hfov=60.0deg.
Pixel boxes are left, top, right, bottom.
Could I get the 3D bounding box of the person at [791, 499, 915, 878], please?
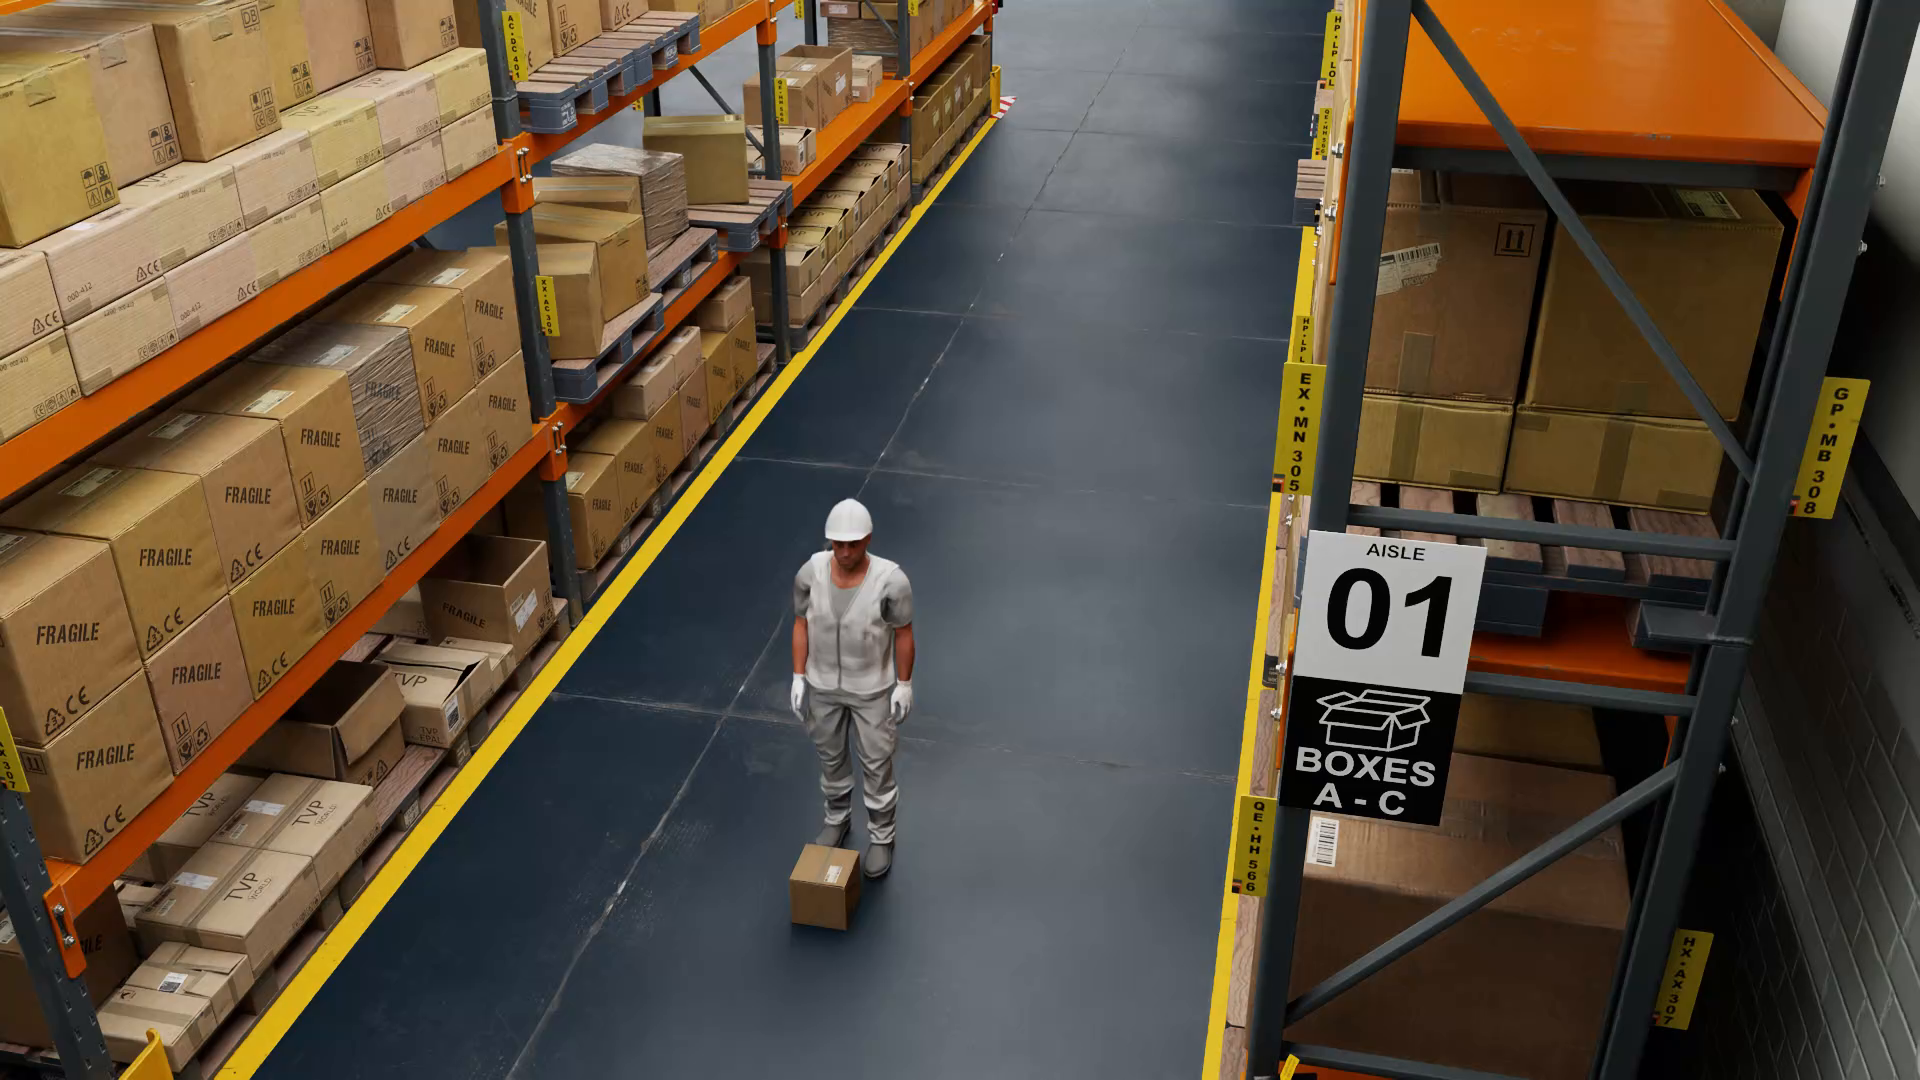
[{"bbox_3d":[-0.484,0.660,7.381,0.545,1.798,0.419,7,29,12],"label":"person"}]
